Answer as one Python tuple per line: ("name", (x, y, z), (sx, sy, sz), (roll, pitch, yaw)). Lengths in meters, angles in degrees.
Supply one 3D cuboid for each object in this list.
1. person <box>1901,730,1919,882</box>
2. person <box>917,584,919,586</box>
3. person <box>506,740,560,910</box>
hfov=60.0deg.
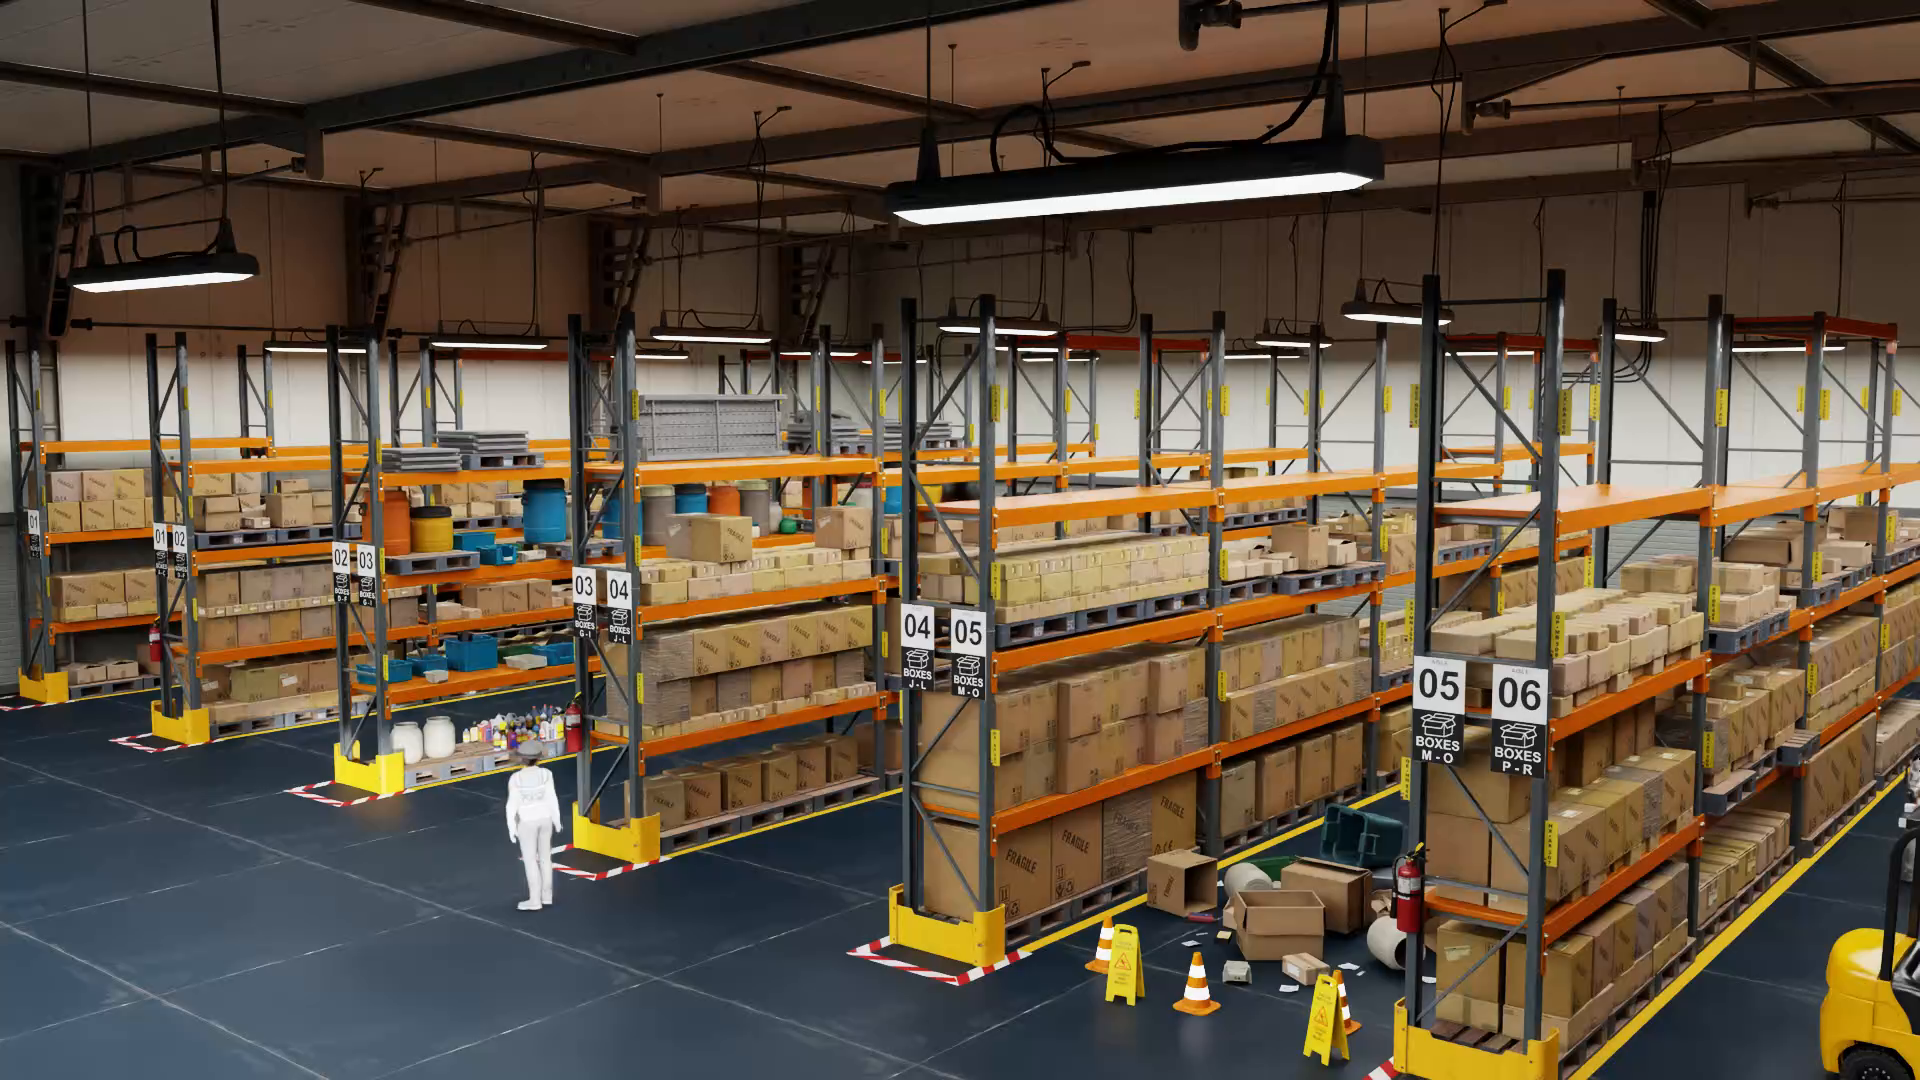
("person", (10.205, 2.774, 17.537), (0.539, 1.674, 0.402), (-2, 5, -20))
("person", (-0.890, 0.609, 41.043), (0.566, 1.710, 0.536), (-1, 5, -10))
("person", (-4.260, 2.842, 16.612), (0.394, 1.716, 0.552), (5, 7, 45))
